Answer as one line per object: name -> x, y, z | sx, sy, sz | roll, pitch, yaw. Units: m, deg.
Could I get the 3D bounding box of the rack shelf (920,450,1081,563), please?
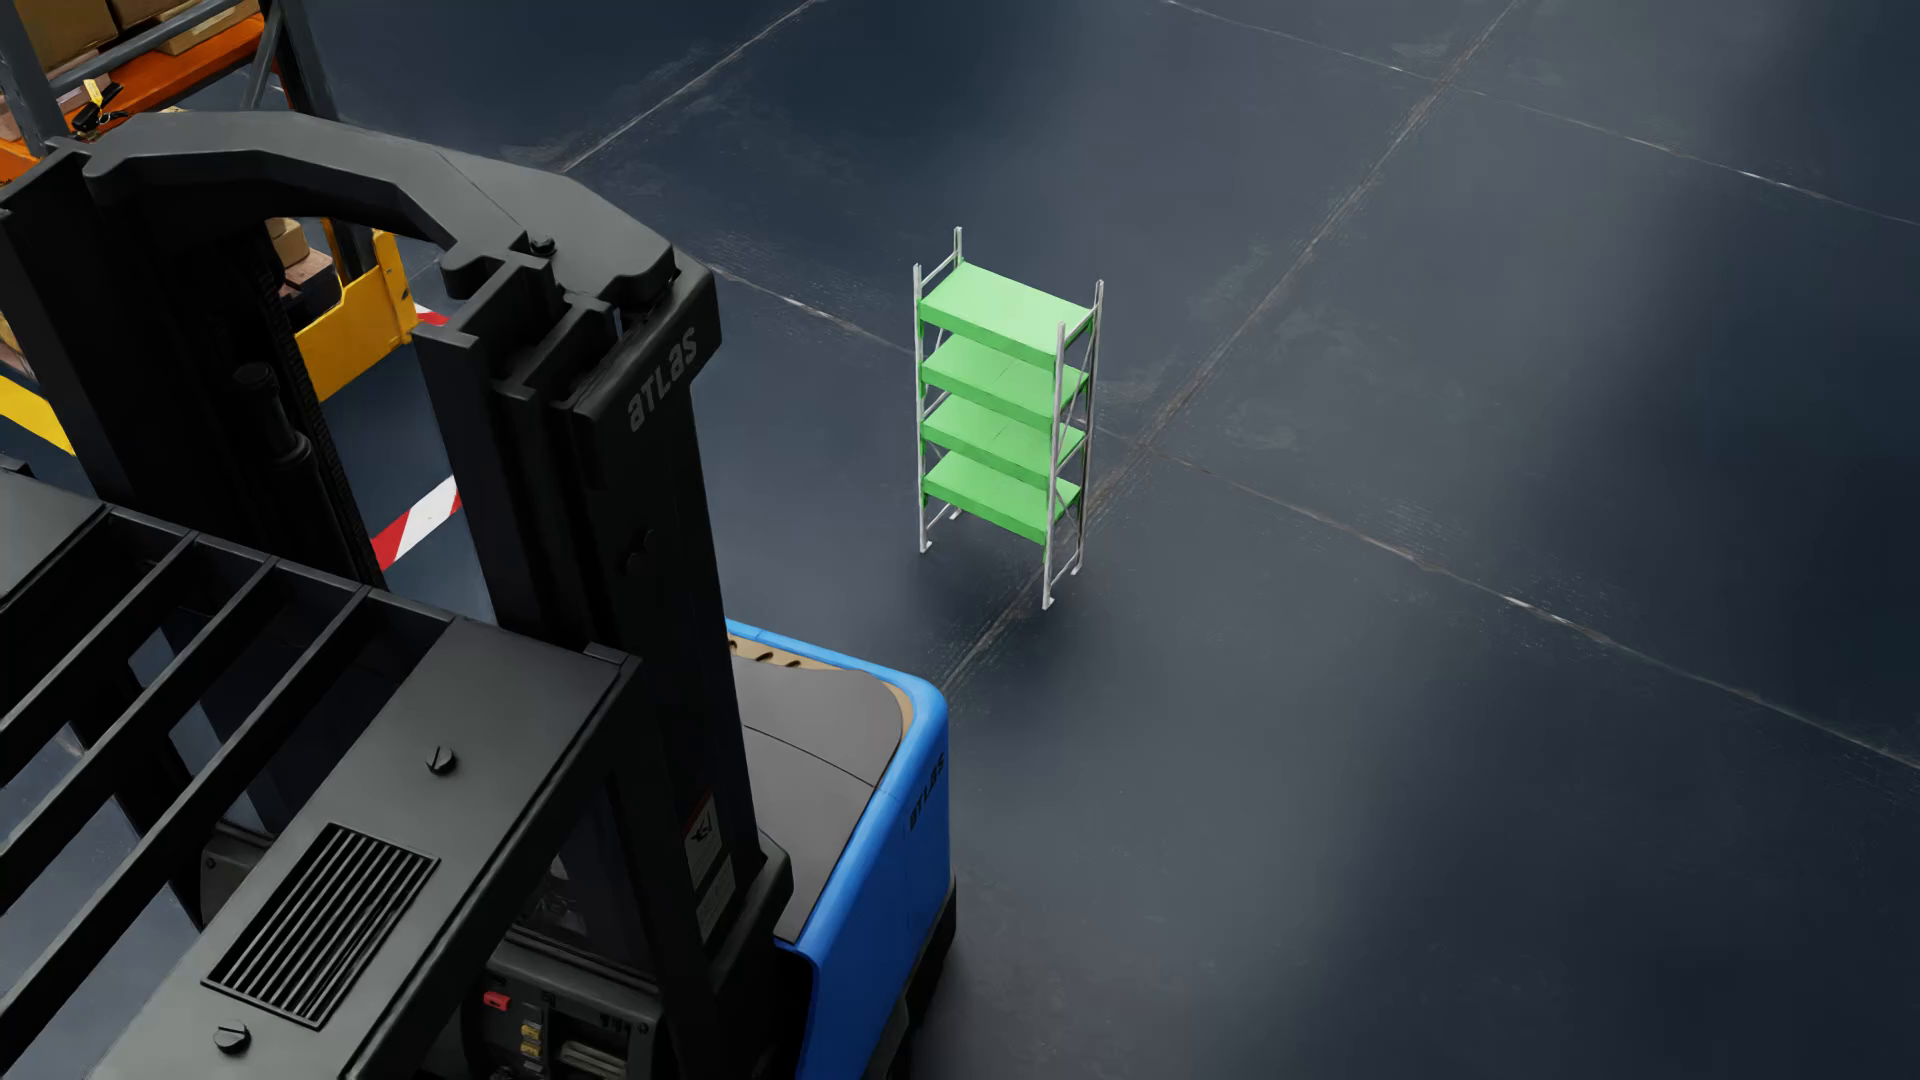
rack shelf -> 0.139, -0.142, 5.475 | 0.480, 0.148, 0.258 | 25, 51, 22

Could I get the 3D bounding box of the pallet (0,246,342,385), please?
pallet -> -3.224, -0.959, 6.535 | 1.213, 0.211, 1.003 | 25, 51, 22

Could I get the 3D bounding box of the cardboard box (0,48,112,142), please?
cardboard box -> -2.922, -1.434, 5.227 | 0.250, 0.149, 0.380 | 25, 51, 22

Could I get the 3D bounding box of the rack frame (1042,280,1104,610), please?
rack frame -> 0.345, -0.260, 5.166 | 0.015, 1.200, 0.240 | 25, 51, 22

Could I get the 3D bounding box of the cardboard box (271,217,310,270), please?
cardboard box -> -2.763, -1.115, 6.437 | 0.250, 0.149, 0.380 | 26, 51, 23

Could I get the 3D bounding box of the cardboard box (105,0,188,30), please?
cardboard box -> -2.724, -2.045, 5.368 | 0.500, 0.500, 0.500 | 27, 52, 24

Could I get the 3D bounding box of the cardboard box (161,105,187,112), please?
cardboard box -> -3.193, -1.543, 6.438 | 0.250, 0.149, 0.380 | 25, 51, 22

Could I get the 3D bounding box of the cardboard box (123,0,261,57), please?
cardboard box -> -2.591, -1.802, 5.584 | 0.250, 0.149, 0.380 | 24, 51, 22

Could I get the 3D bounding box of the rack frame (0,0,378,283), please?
rack frame -> -2.495, -1.566, 5.180 | 0.127, 3.000, 1.000 | 25, 51, 22

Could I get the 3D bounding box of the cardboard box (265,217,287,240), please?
cardboard box -> -2.797, -1.180, 6.293 | 0.250, 0.149, 0.380 | 27, 52, 24

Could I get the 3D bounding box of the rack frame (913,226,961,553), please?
rack frame -> -0.066, -0.449, 5.349 | 0.015, 1.200, 0.240 | 25, 51, 22

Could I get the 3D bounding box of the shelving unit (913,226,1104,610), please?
shelving unit -> 0.139, -0.354, 5.257 | 0.503, 1.200, 0.258 | 25, 51, 22

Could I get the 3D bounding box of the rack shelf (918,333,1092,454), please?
rack shelf -> 0.139, -0.477, 5.131 | 0.480, 0.148, 0.258 | 25, 51, 22

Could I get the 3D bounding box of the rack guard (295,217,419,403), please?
rack guard -> -2.559, -0.724, 6.105 | 0.348, 0.500, 1.175 | 25, 51, 22

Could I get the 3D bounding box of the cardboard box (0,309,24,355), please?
cardboard box -> -3.322, -0.835, 6.165 | 0.250, 0.149, 0.380 | 26, 51, 23

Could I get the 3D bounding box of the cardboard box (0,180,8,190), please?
cardboard box -> -3.545, -1.133, 6.040 | 0.250, 0.149, 0.380 | 24, 50, 21

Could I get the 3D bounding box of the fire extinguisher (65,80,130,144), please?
fire extinguisher -> -2.532, -1.033, 4.976 | 0.183, 0.674, 0.296 | 25, 51, 22

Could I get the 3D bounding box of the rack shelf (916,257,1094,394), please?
rack shelf -> 0.139, -0.644, 4.959 | 0.480, 0.148, 0.258 | 25, 51, 22

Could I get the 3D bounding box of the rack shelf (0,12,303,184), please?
rack shelf -> -4.179, -2.089, 6.190 | 4.000, 0.370, 1.077 | 25, 51, 22

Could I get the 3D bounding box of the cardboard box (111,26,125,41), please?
cardboard box -> -2.827, -1.875, 5.656 | 0.250, 0.149, 0.380 | 26, 51, 23

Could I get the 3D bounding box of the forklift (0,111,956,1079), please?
forklift -> -1.022, 0.929, 2.803 | 1.130, 2.935, 3.031 | 16, 48, 15

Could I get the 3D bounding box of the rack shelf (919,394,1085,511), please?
rack shelf -> 0.139, -0.310, 5.303 | 0.480, 0.148, 0.258 | 25, 51, 22

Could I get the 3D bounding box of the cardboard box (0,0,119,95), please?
cardboard box -> -3.012, -1.723, 5.056 | 0.500, 0.500, 0.500 | 26, 51, 23
